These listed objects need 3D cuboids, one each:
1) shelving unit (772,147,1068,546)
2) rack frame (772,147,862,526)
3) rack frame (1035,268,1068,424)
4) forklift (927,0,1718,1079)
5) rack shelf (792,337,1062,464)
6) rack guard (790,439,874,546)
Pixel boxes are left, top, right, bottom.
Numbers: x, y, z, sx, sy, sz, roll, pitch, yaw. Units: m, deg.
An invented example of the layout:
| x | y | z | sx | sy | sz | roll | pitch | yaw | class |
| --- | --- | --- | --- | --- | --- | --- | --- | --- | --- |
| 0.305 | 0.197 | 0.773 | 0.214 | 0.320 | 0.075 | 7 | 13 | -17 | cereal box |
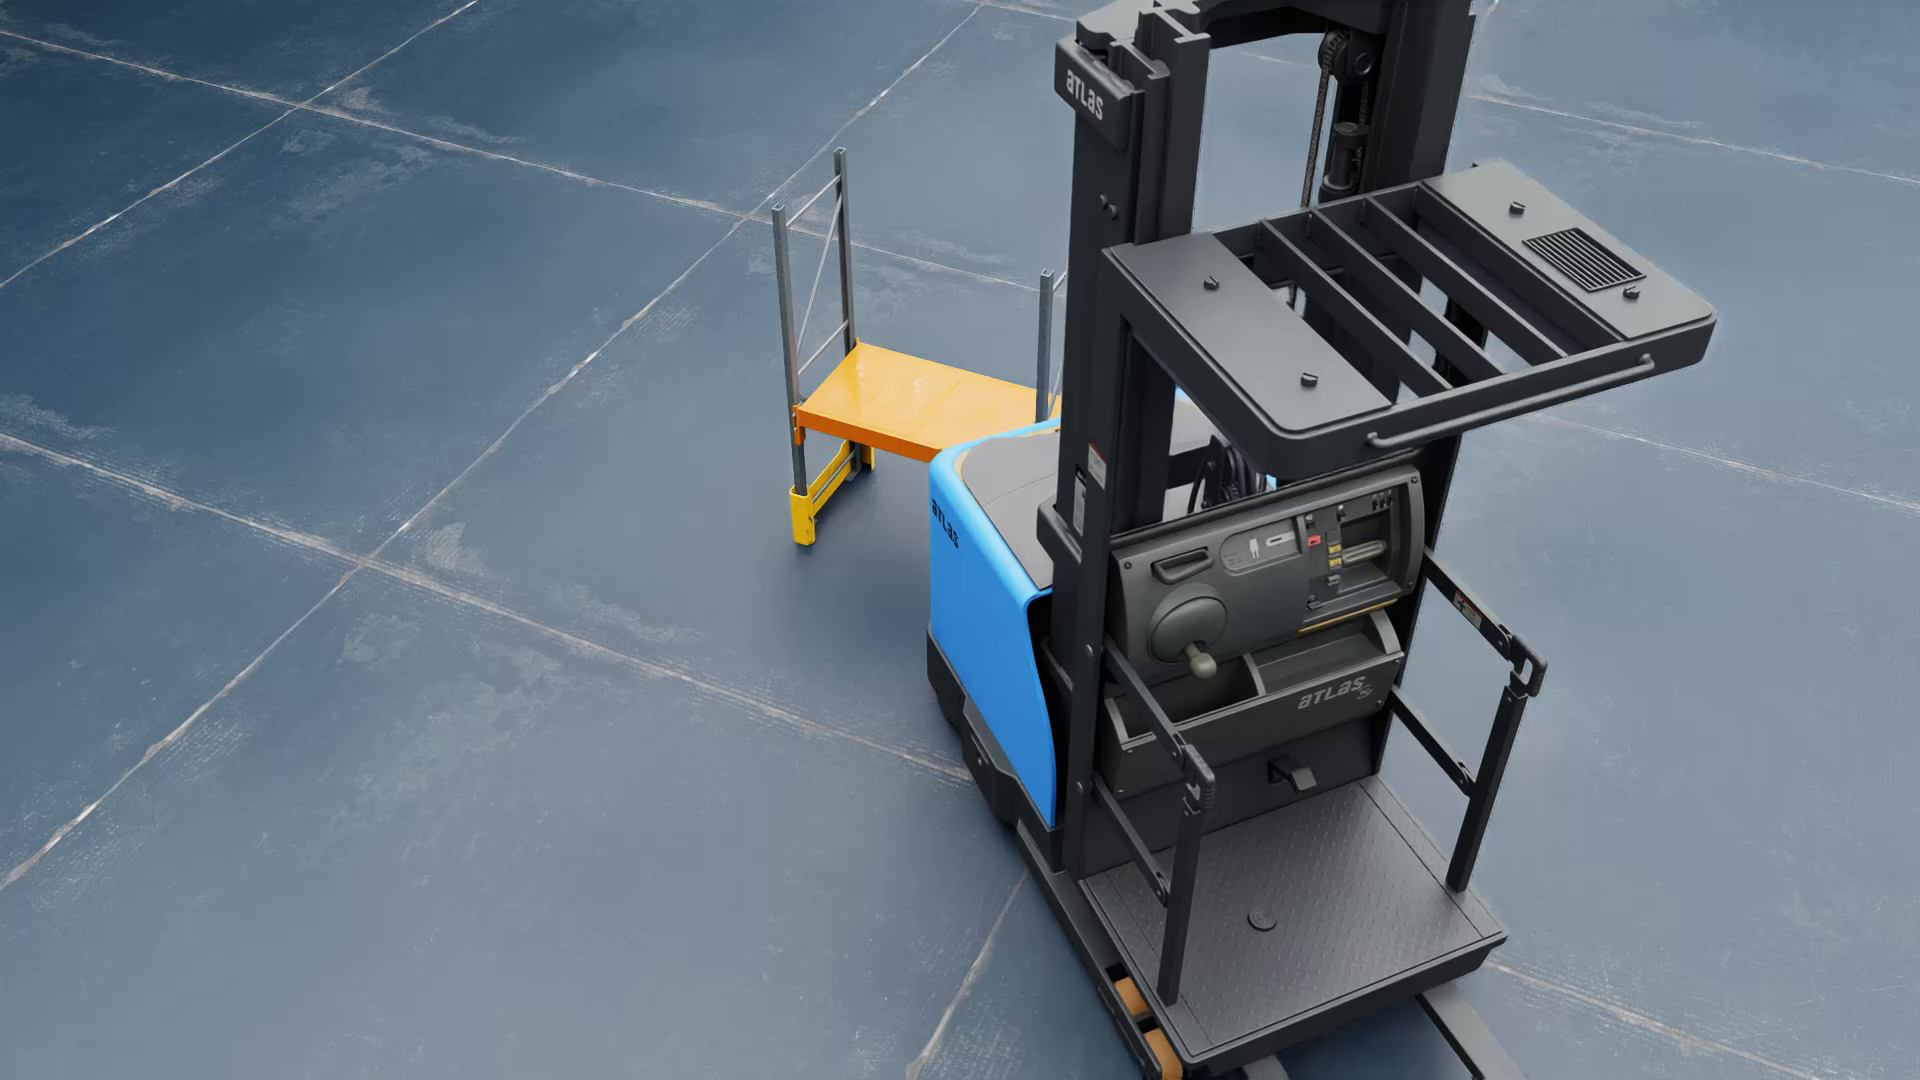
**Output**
| x | y | z | sx | sy | sz | roll | pitch | yaw | class |
| --- | --- | --- | --- | --- | --- | --- | --- | --- | --- |
| -0.069 | -0.588 | 6.283 | 1.083 | 1.500 | 0.587 | 17 | 44 | 19 | shelving unit |
| -0.538 | -0.731 | 6.448 | 0.032 | 1.500 | 0.500 | 17 | 44 | 19 | rack frame |
| 0.383 | -0.450 | 6.124 | 0.032 | 1.500 | 0.500 | 17 | 44 | 19 | rack frame |
| 0.932 | 0.172 | 4.314 | 1.130 | 2.935 | 3.031 | -16 | 43 | -17 | forklift |
| -0.077 | -0.454 | 6.404 | 1.000 | 0.185 | 0.538 | 17 | 44 | 19 | rack shelf |
| -0.520 | -0.253 | 6.852 | 0.087 | 0.250 | 0.587 | 17 | 44 | 19 | rack guard |
